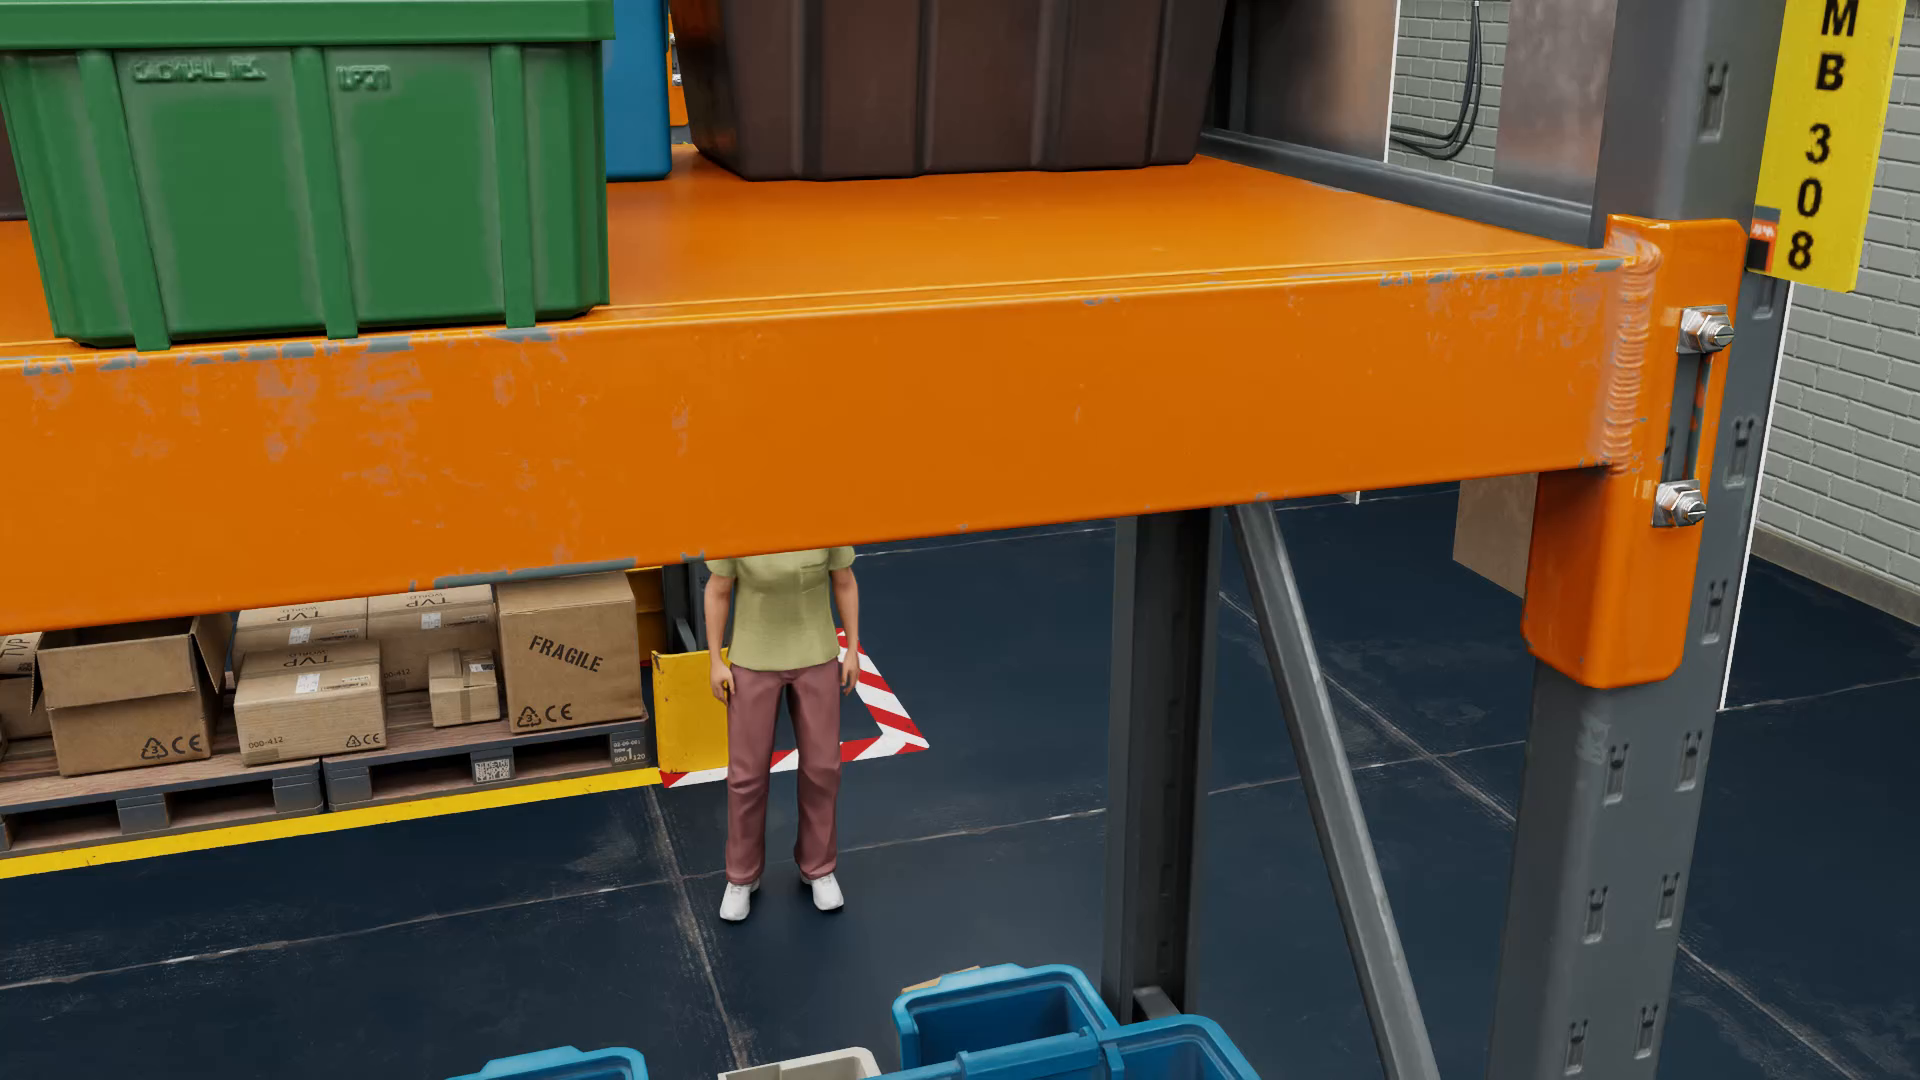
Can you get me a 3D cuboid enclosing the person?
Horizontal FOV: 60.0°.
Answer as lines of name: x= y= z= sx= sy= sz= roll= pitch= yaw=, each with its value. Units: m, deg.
person: x=-0.568 y=0.413 z=5.393 sx=0.519 sy=1.671 sz=0.358 roll=-5 pitch=20 yaw=-13
